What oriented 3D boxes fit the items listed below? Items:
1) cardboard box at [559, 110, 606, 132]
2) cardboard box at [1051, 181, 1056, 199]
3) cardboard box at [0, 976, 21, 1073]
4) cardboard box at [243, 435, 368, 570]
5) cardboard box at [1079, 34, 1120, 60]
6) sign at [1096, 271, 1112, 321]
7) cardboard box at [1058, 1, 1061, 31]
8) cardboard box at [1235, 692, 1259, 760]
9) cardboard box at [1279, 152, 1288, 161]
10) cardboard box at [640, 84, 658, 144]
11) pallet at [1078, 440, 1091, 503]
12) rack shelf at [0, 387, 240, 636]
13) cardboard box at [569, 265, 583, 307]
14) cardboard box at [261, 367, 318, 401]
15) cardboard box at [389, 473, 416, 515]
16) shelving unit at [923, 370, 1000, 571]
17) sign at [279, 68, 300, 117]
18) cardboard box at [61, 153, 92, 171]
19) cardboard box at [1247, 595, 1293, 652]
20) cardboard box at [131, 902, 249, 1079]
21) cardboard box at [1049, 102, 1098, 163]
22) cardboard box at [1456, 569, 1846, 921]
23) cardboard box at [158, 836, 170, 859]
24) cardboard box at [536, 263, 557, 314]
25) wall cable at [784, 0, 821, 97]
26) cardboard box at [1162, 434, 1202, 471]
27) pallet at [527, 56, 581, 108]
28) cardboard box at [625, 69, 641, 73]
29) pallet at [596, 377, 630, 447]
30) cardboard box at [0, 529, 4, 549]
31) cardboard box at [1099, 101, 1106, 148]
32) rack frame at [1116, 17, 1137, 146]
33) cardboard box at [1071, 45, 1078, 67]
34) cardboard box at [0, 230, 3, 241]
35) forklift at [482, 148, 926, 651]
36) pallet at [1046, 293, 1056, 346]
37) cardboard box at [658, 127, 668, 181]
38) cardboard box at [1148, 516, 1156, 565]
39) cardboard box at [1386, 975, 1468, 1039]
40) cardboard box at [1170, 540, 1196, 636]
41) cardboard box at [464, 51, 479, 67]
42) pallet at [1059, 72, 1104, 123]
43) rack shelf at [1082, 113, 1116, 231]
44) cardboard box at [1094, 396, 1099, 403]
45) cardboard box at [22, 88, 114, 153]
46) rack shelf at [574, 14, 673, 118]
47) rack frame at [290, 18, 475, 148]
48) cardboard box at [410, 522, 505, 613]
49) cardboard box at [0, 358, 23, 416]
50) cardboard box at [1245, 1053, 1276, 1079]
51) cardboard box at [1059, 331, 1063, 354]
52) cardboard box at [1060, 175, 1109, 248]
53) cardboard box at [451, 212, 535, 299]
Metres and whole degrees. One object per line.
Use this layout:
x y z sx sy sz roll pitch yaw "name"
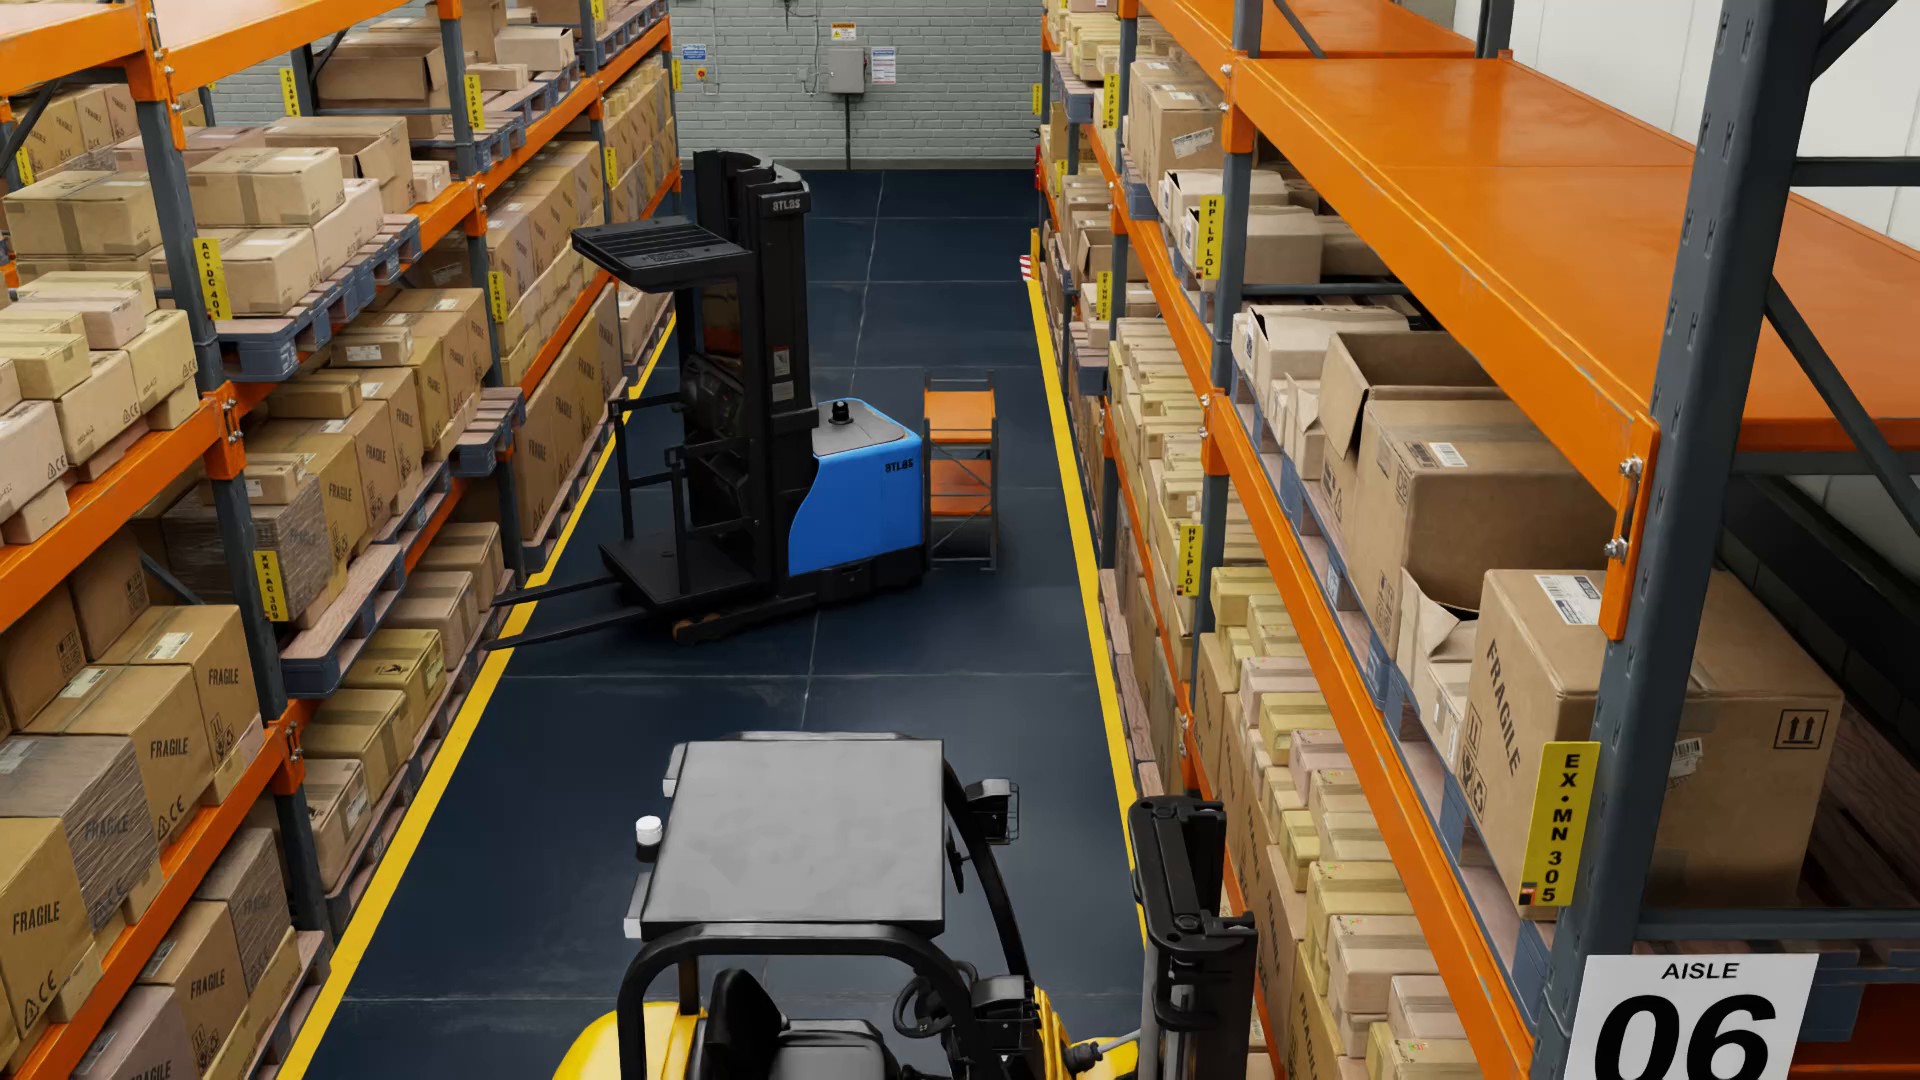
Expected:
-3.282 -3.629 14.395 0.380 0.149 0.250 -1 24 -1 "cardboard box"
1.098 -3.483 16.498 0.380 0.149 0.250 0 24 1 "cardboard box"
-3.151 1.443 4.821 0.500 0.500 0.500 -1 24 -2 "cardboard box"
-3.176 -0.178 7.895 0.500 0.500 0.500 0 24 0 "cardboard box"
1.065 -3.590 12.104 0.380 0.149 0.250 0 24 0 "cardboard box"
0.926 -1.562 10.638 0.100 0.325 0.005 0 24 -1 "sign"
1.159 -4.782 15.247 0.500 0.250 0.500 0 24 1 "cardboard box"
1.216 0.679 6.084 0.380 0.149 0.250 0 24 1 "cardboard box"
1.733 -2.315 9.522 0.500 0.250 0.500 0 24 -1 "cardboard box"
-3.302 -4.234 16.520 0.500 0.500 0.500 0 24 -1 "cardboard box"
1.488 -0.615 13.238 1.003 0.211 1.213 0 24 -1 "pallet"
-3.429 0.381 4.885 1.077 0.370 4.000 0 24 -1 "rack shelf"
-3.291 -2.031 13.166 0.500 0.250 0.500 -1 24 -2 "cardboard box"
-3.698 -0.599 8.826 0.500 0.500 0.500 -1 24 -3 "cardboard box"
-3.128 -0.248 8.836 0.380 0.149 0.250 1 24 1 "cardboard box"
0.000 -0.515 11.908 0.538 1.125 1.048 0 24 -1 "shelving unit"
-4.050 -2.692 10.082 0.100 0.325 0.005 0 24 -1 "sign"
-8.253 -3.227 15.147 0.500 0.500 0.500 0 24 -1 "cardboard box"
1.330 0.335 6.483 0.380 0.149 0.250 0 24 0 "cardboard box"
-3.169 1.767 6.503 0.500 0.500 0.500 0 24 0 "cardboard box"
1.134 -3.976 16.195 0.500 0.500 0.500 0 24 1 "cardboard box"
1.307 0.389 3.240 0.500 0.500 0.500 1 24 1 "cardboard box"
-3.220 1.154 6.246 0.380 0.149 0.250 -1 24 -1 "cardboard box"
-3.251 -1.841 12.138 0.500 0.250 0.500 0 24 -1 "cardboard box"
-2.249 -7.147 23.062 0.588 1.984 0.122 0 24 -1 "wall cable"
1.243 -0.436 8.548 0.380 0.149 0.250 0 24 0 "cardboard box"
-3.479 -3.603 13.052 0.805 0.209 1.217 -1 24 -3 "pallet"
-3.371 -4.577 16.490 0.380 0.149 0.250 0 24 -1 "cardboard box"
-3.455 -1.113 14.338 1.003 0.211 1.213 0 24 -1 "pallet"
-3.227 0.003 5.151 0.380 0.149 0.250 0 24 1 "cardboard box"
1.214 -2.793 11.210 0.500 0.250 0.500 0 24 0 "cardboard box"
1.469 -3.810 9.638 1.000 3.000 0.127 0 24 -1 "rack frame"
1.044 -3.668 12.638 0.380 0.149 0.250 -1 24 -1 "cardboard box"
-8.285 -2.551 13.930 0.380 0.149 0.250 -1 24 -2 "cardboard box"
-1.764 -0.901 10.568 3.031 2.935 1.130 -14 28 -28 "forklift"
1.402 -2.241 16.833 1.003 0.211 1.213 0 24 -1 "pallet"
-3.322 -3.990 17.195 0.500 0.500 0.500 -1 24 -2 "cardboard box"
1.259 0.022 8.628 0.500 0.250 0.500 0 24 0 "cardboard box"
1.349 1.284 4.384 0.380 0.149 0.250 0 24 0 "cardboard box"
1.251 0.211 7.602 0.500 0.250 0.500 -1 24 -2 "cardboard box"
-3.875 -3.630 12.653 0.380 0.166 0.250 -2 24 -4 "cardboard box"
1.376 -3.310 12.399 1.213 0.211 1.003 0 24 -1 "pallet"
1.447 -2.940 12.226 1.077 0.370 4.000 0 24 -1 "rack shelf"
1.223 -1.174 12.825 0.380 0.149 0.250 -1 24 -3 "cardboard box"
-8.244 -3.882 15.381 0.500 0.500 0.500 0 24 0 "cardboard box"
-3.560 -4.564 15.818 1.077 0.370 4.000 0 24 -1 "rack shelf"
-3.495 -3.786 9.585 1.000 3.000 0.127 0 24 -1 "rack frame"
-3.499 0.186 10.761 0.950 0.372 0.625 -2 24 -4 "cardboard box"
-3.203 -0.461 5.210 0.380 0.149 0.250 -1 24 -2 "cardboard box"
1.214 2.010 5.662 0.500 0.250 0.500 -1 24 -2 "cardboard box"
1.125 -1.846 15.524 0.380 0.149 0.250 -1 24 -2 "cardboard box"
1.206 -2.761 13.968 0.700 0.500 0.500 0 24 1 "cardboard box"
-3.271 -1.963 11.498 0.500 0.500 0.500 0 24 0 "cardboard box"
